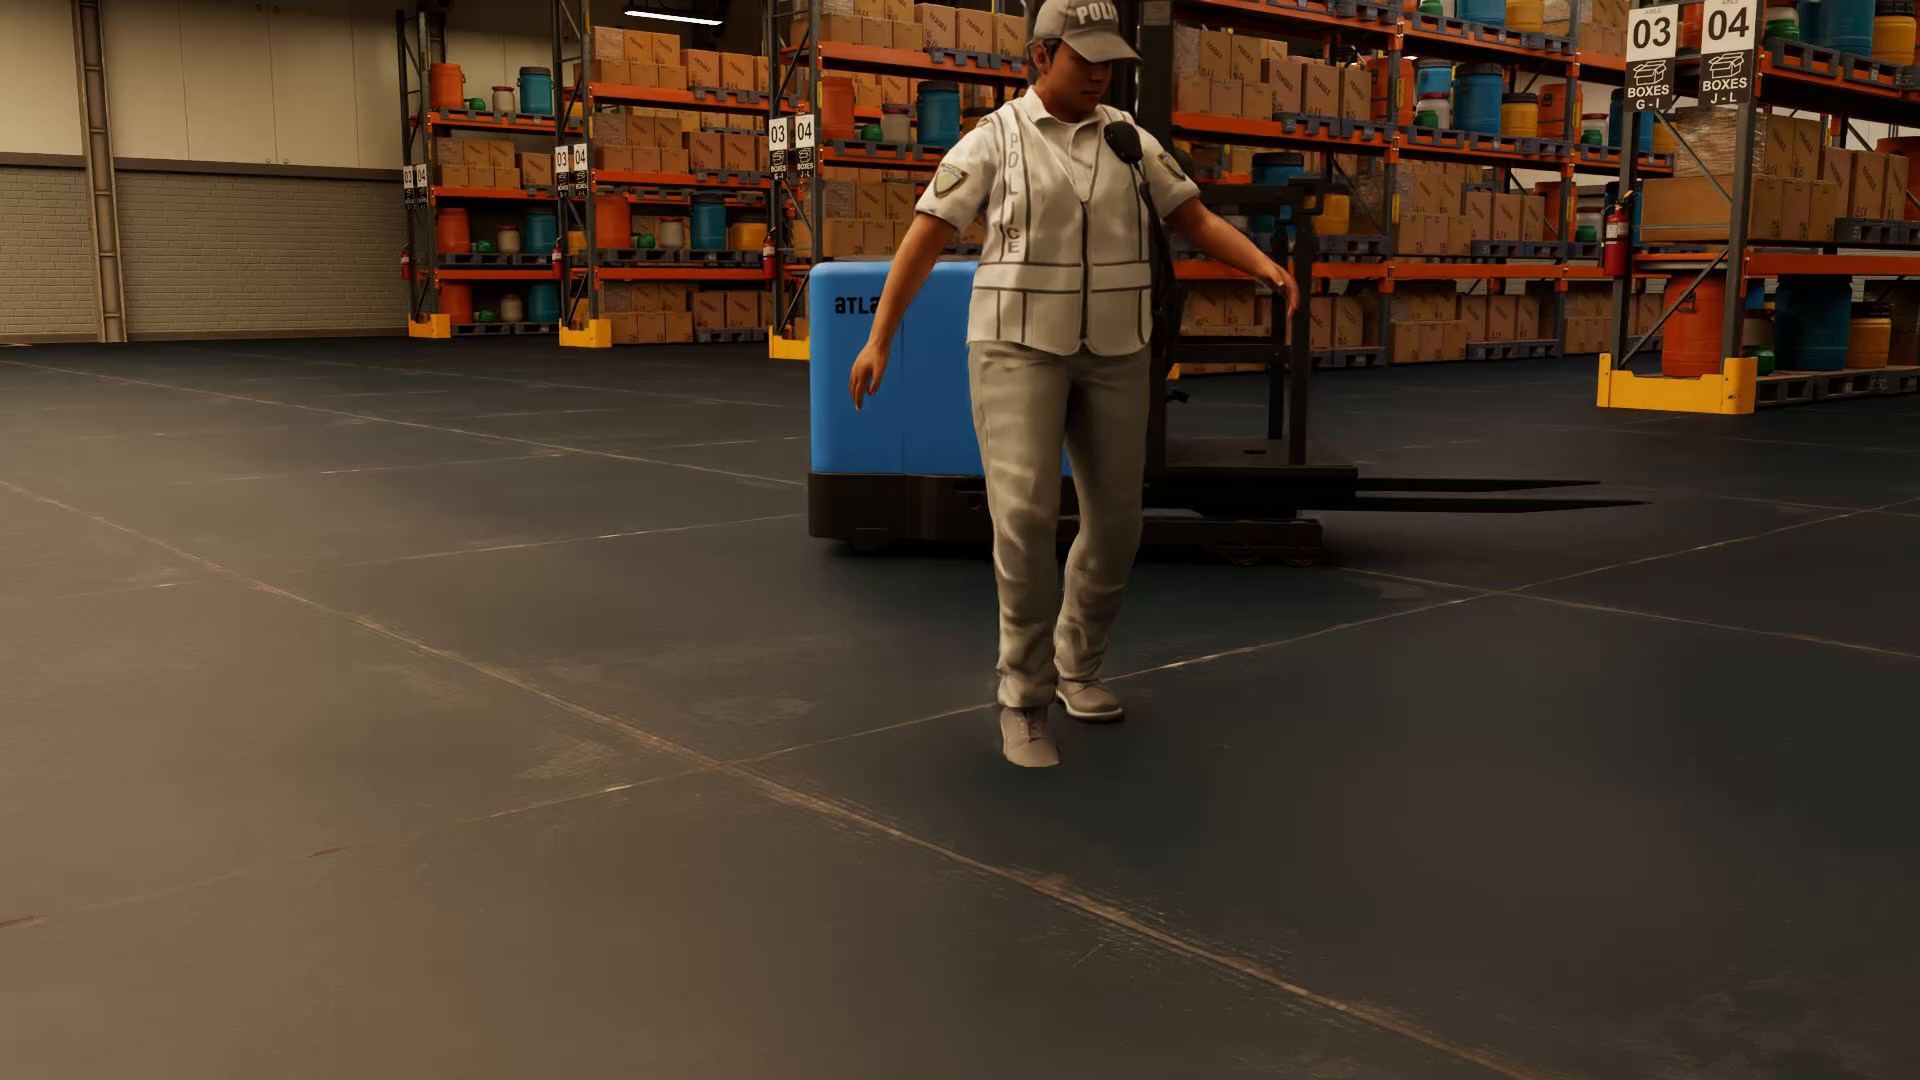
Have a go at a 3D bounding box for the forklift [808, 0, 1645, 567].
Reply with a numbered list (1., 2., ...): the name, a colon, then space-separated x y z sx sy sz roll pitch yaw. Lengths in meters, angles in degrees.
1. forklift: 0.987 -1.440 6.258 3.031 2.935 1.130 1 9 6

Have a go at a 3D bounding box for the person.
1. person: 0.230 -0.353 3.660 0.922 1.683 0.618 -2 9 -13
